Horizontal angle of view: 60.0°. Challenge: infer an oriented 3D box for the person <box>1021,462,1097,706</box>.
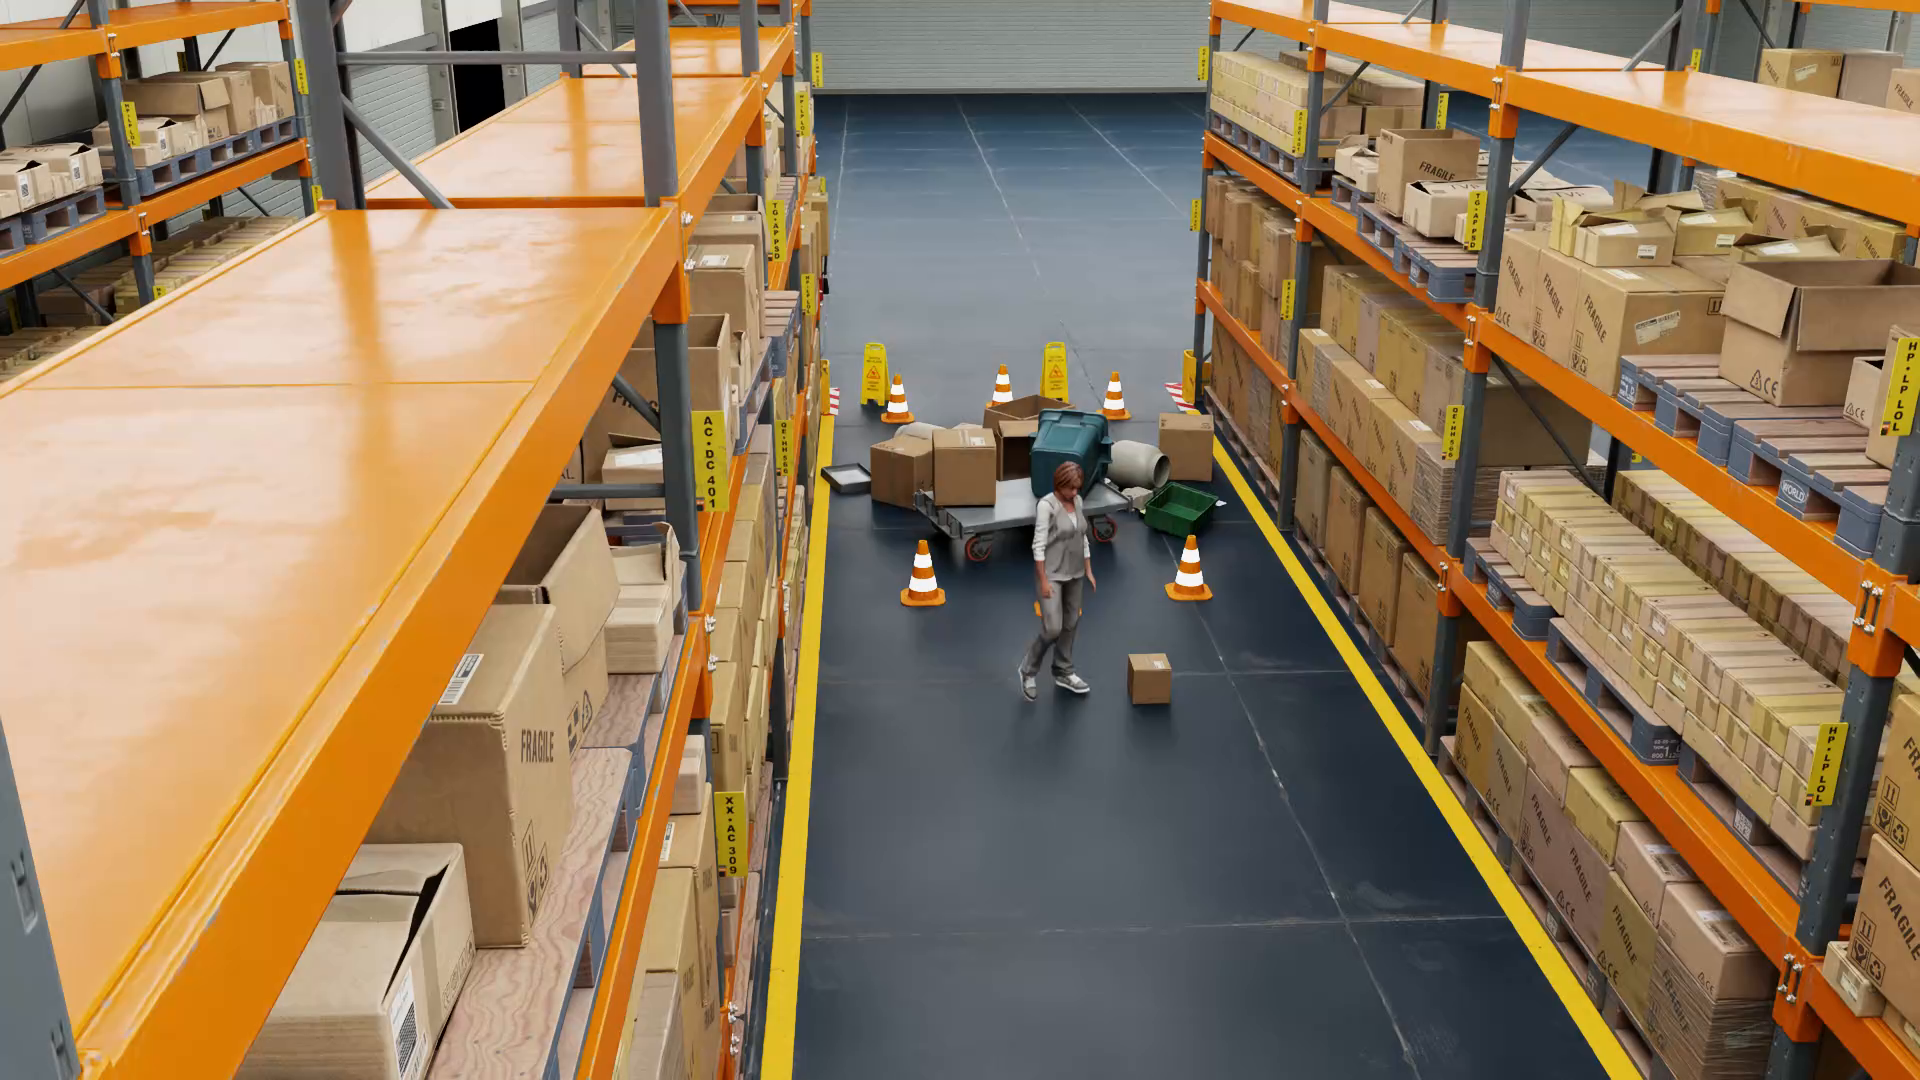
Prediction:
[{"bbox_3d":[0.644,0.285,10.845,0.508,1.602,0.349,-19,28,-41],"label":"person"}]
